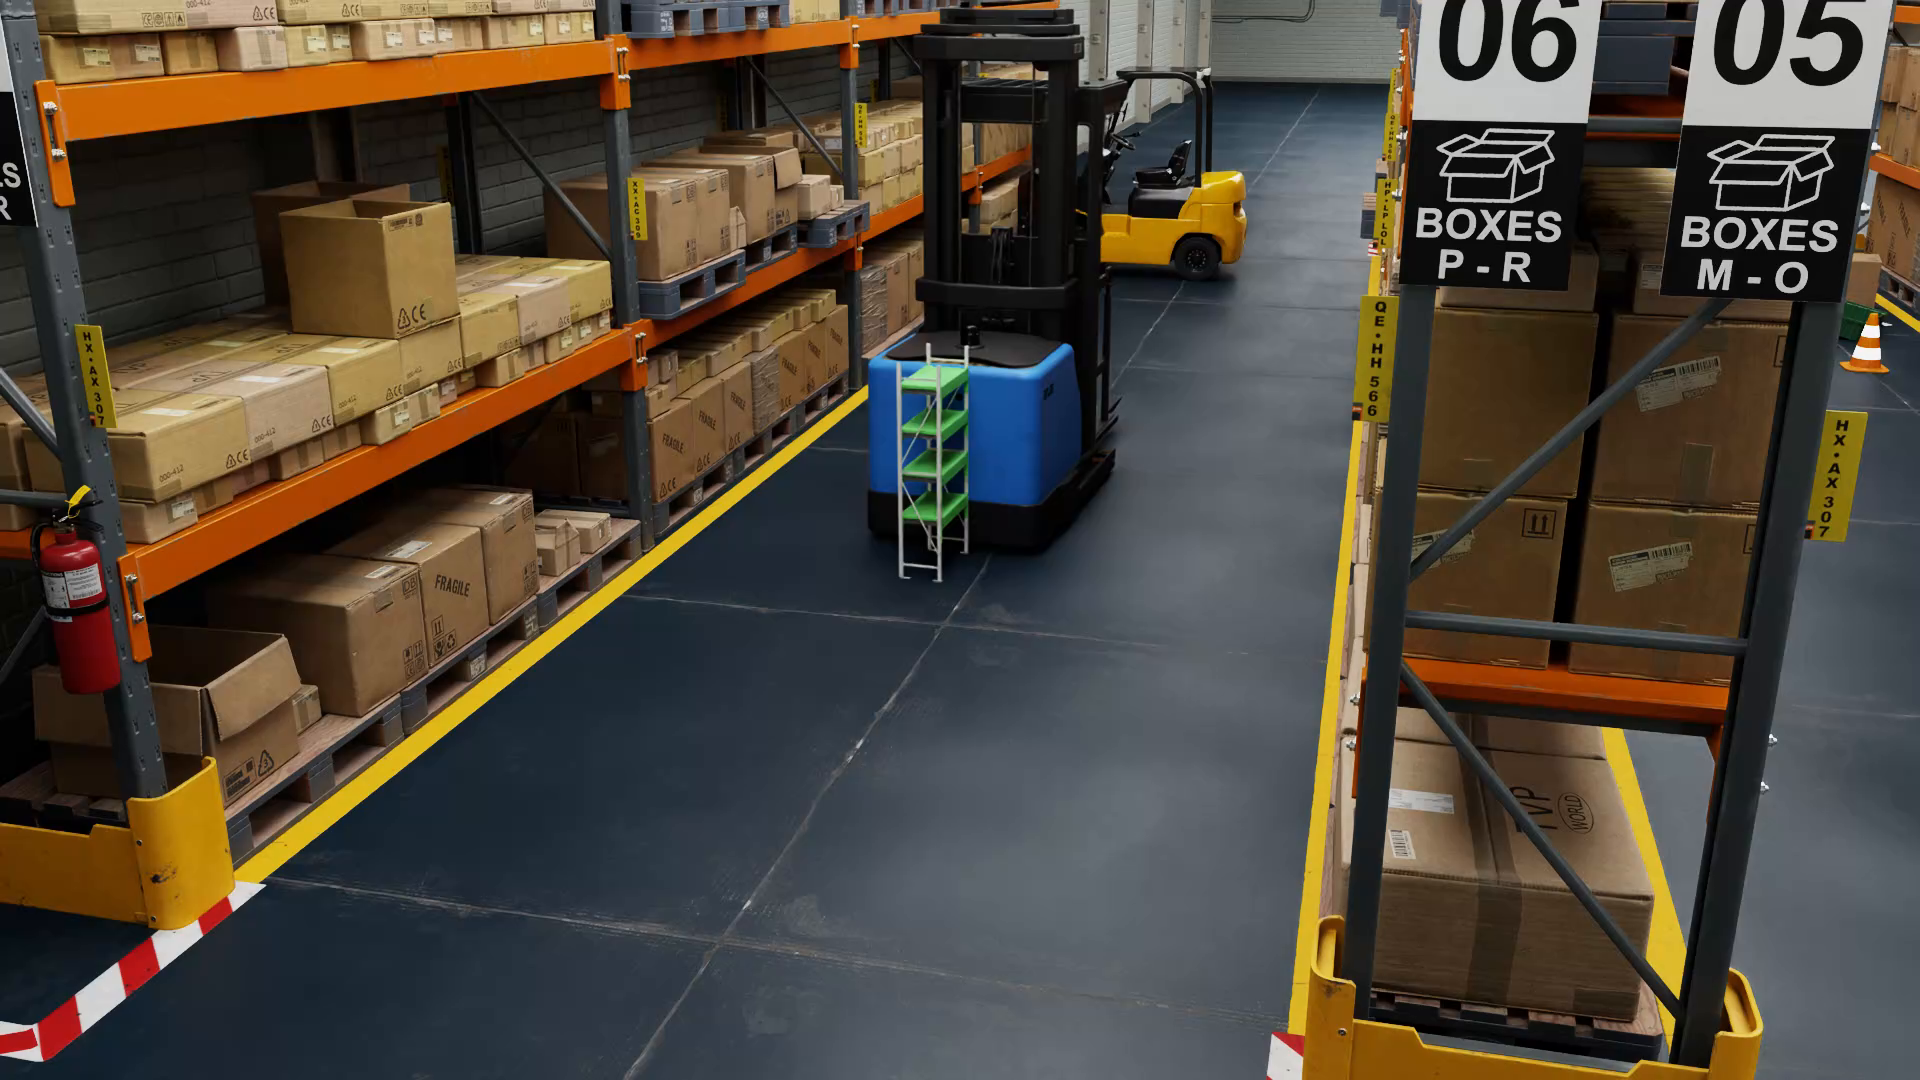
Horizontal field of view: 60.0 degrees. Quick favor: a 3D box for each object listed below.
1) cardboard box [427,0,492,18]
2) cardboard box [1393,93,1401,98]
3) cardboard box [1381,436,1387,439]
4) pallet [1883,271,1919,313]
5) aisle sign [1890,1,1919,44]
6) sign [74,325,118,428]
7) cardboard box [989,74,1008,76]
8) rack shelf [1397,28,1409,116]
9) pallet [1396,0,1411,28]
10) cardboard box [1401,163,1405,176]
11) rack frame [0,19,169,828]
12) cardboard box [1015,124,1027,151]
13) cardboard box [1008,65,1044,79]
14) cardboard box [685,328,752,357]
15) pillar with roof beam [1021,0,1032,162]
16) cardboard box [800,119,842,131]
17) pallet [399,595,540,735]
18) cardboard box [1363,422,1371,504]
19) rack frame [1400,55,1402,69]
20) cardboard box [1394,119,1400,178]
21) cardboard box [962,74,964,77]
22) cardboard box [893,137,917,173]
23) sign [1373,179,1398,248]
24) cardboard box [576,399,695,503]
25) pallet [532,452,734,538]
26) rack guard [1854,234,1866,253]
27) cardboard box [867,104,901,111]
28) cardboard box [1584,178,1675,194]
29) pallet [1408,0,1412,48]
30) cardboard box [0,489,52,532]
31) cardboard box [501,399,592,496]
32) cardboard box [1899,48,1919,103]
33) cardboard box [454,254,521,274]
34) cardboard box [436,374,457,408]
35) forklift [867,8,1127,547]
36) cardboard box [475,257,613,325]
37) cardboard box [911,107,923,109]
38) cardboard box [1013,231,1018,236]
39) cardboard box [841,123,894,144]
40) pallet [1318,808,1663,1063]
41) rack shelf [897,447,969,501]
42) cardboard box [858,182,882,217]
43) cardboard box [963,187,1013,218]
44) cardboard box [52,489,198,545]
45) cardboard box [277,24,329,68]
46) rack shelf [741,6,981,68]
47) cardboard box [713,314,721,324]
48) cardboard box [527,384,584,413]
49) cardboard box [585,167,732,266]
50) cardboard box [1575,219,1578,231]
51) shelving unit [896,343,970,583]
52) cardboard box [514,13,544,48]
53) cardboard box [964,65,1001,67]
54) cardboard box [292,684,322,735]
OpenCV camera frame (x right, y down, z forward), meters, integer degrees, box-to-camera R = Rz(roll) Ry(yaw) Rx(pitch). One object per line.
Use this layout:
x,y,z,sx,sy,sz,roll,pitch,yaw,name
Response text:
-2.381,-2.391,7.179,0.500,0.250,0.500,5,20,15,cardboard box
3.867,-3.465,13.926,0.500,0.500,0.500,5,19,13,cardboard box
1.582,-0.127,5.265,0.500,0.500,0.500,4,19,12,cardboard box
9.898,-2.450,16.534,1.003,0.211,1.213,5,19,13,pallet
10.044,-5.684,17.665,0.394,0.787,0.004,5,19,13,aisle sign
-2.704,-0.510,5.200,0.100,0.325,0.005,5,19,13,sign
0.305,-4.886,17.732,0.380,0.149,0.250,5,19,13,cardboard box
3.050,-2.712,9.458,1.077,0.370,4.000,5,19,13,rack shelf
3.432,-3.384,10.604,1.213,0.211,1.003,6,20,16,pallet
2.210,-1.396,7.433,0.500,0.500,0.500,5,19,14,cardboard box
-3.231,-0.143,5.465,1.000,3.000,0.127,5,19,13,rack frame
0.440,-4.549,18.211,0.500,0.500,0.500,5,19,14,cardboard box
0.765,-5.444,19.367,0.380,0.149,0.250,5,19,13,cardboard box
-1.612,-1.312,11.102,0.380,0.149,0.250,5,19,14,cardboard box
5.275,-9.390,23.257,9.100,9.000,0.400,5,19,13,pillar with roof beam
-1.183,-3.448,13.983,0.380,0.149,0.250,5,19,13,cardboard box
-2.718,0.522,7.833,1.003,0.211,1.213,5,19,13,pallet
2.848,-0.683,9.685,0.875,0.875,0.875,5,20,15,cardboard box
5.493,-4.767,19.003,1.000,3.000,0.127,5,19,13,rack frame
2.927,-2.327,10.159,0.500,0.500,0.500,5,20,15,cardboard box
-0.169,-4.922,17.838,0.380,0.149,0.250,4,19,13,cardboard box
-0.662,-3.255,14.036,0.500,0.250,0.500,4,19,12,cardboard box
2.032,-1.556,7.933,0.100,0.325,0.005,5,19,13,sign
-1.917,-0.546,9.864,0.500,0.500,0.500,6,20,16,cardboard box
-2.091,-0.335,10.341,1.003,0.211,1.213,5,19,13,pallet
10.323,-3.232,18.377,1.175,0.500,0.348,5,19,13,rack guard
-0.771,-4.007,15.620,0.380,0.149,0.250,5,19,13,cardboard box
2.359,-1.152,5.713,0.380,0.149,0.250,4,19,12,cardboard box
2.351,-2.128,6.772,1.003,0.211,1.213,5,19,13,pallet
-3.410,-0.149,5.872,0.380,0.149,0.250,4,19,13,cardboard box
-2.420,-0.590,9.991,0.500,0.500,0.500,5,19,13,cardboard box
10.144,-4.697,16.895,0.875,0.550,0.550,5,19,13,cardboard box
-2.636,-1.332,8.720,0.500,0.250,0.500,4,19,13,cardboard box
-2.481,-0.676,7.413,0.380,0.149,0.250,5,19,13,cardboard box
0.392,-1.790,10.393,1.130,2.935,3.031,6,20,16,forklift
-2.141,-1.287,8.588,0.500,0.250,0.500,5,20,15,cardboard box
-0.259,-3.886,15.265,0.380,0.149,0.250,4,19,12,cardboard box
0.360,-3.250,18.165,0.500,0.250,0.500,5,19,14,cardboard box
-0.759,-3.330,13.639,0.380,0.149,0.250,5,19,14,cardboard box
1.703,1.311,5.523,1.003,0.211,1.213,5,19,13,pallet
-0.142,-0.363,9.093,0.258,0.148,0.480,6,20,16,rack shelf
-0.931,-2.699,13.181,0.500,0.250,0.500,5,19,14,cardboard box
0.259,-3.561,17.530,0.500,0.250,0.500,5,19,13,cardboard box
-2.884,-0.105,5.744,0.380,0.149,0.250,5,19,13,cardboard box
-2.592,-1.841,6.184,0.380,0.149,0.250,5,19,13,cardboard box
-0.787,-4.356,14.273,1.077,0.370,4.000,5,19,13,rack shelf
-1.936,-1.591,11.919,0.380,0.149,0.250,4,19,11,cardboard box
-2.443,-0.857,9.771,0.380,0.149,0.250,4,19,11,cardboard box
-1.792,-1.939,9.919,0.700,0.500,0.500,5,19,14,cardboard box
2.336,-0.881,5.925,0.500,0.500,0.500,5,19,14,cardboard box
-0.142,-0.424,9.072,0.258,1.200,0.503,6,20,16,shelving unit
-2.192,-2.401,7.825,0.380,0.149,0.250,5,20,15,cardboard box
0.264,-5.486,19.490,0.380,0.149,0.250,5,20,15,cardboard box
-2.848,0.693,6.778,0.380,0.149,0.250,4,19,11,cardboard box
